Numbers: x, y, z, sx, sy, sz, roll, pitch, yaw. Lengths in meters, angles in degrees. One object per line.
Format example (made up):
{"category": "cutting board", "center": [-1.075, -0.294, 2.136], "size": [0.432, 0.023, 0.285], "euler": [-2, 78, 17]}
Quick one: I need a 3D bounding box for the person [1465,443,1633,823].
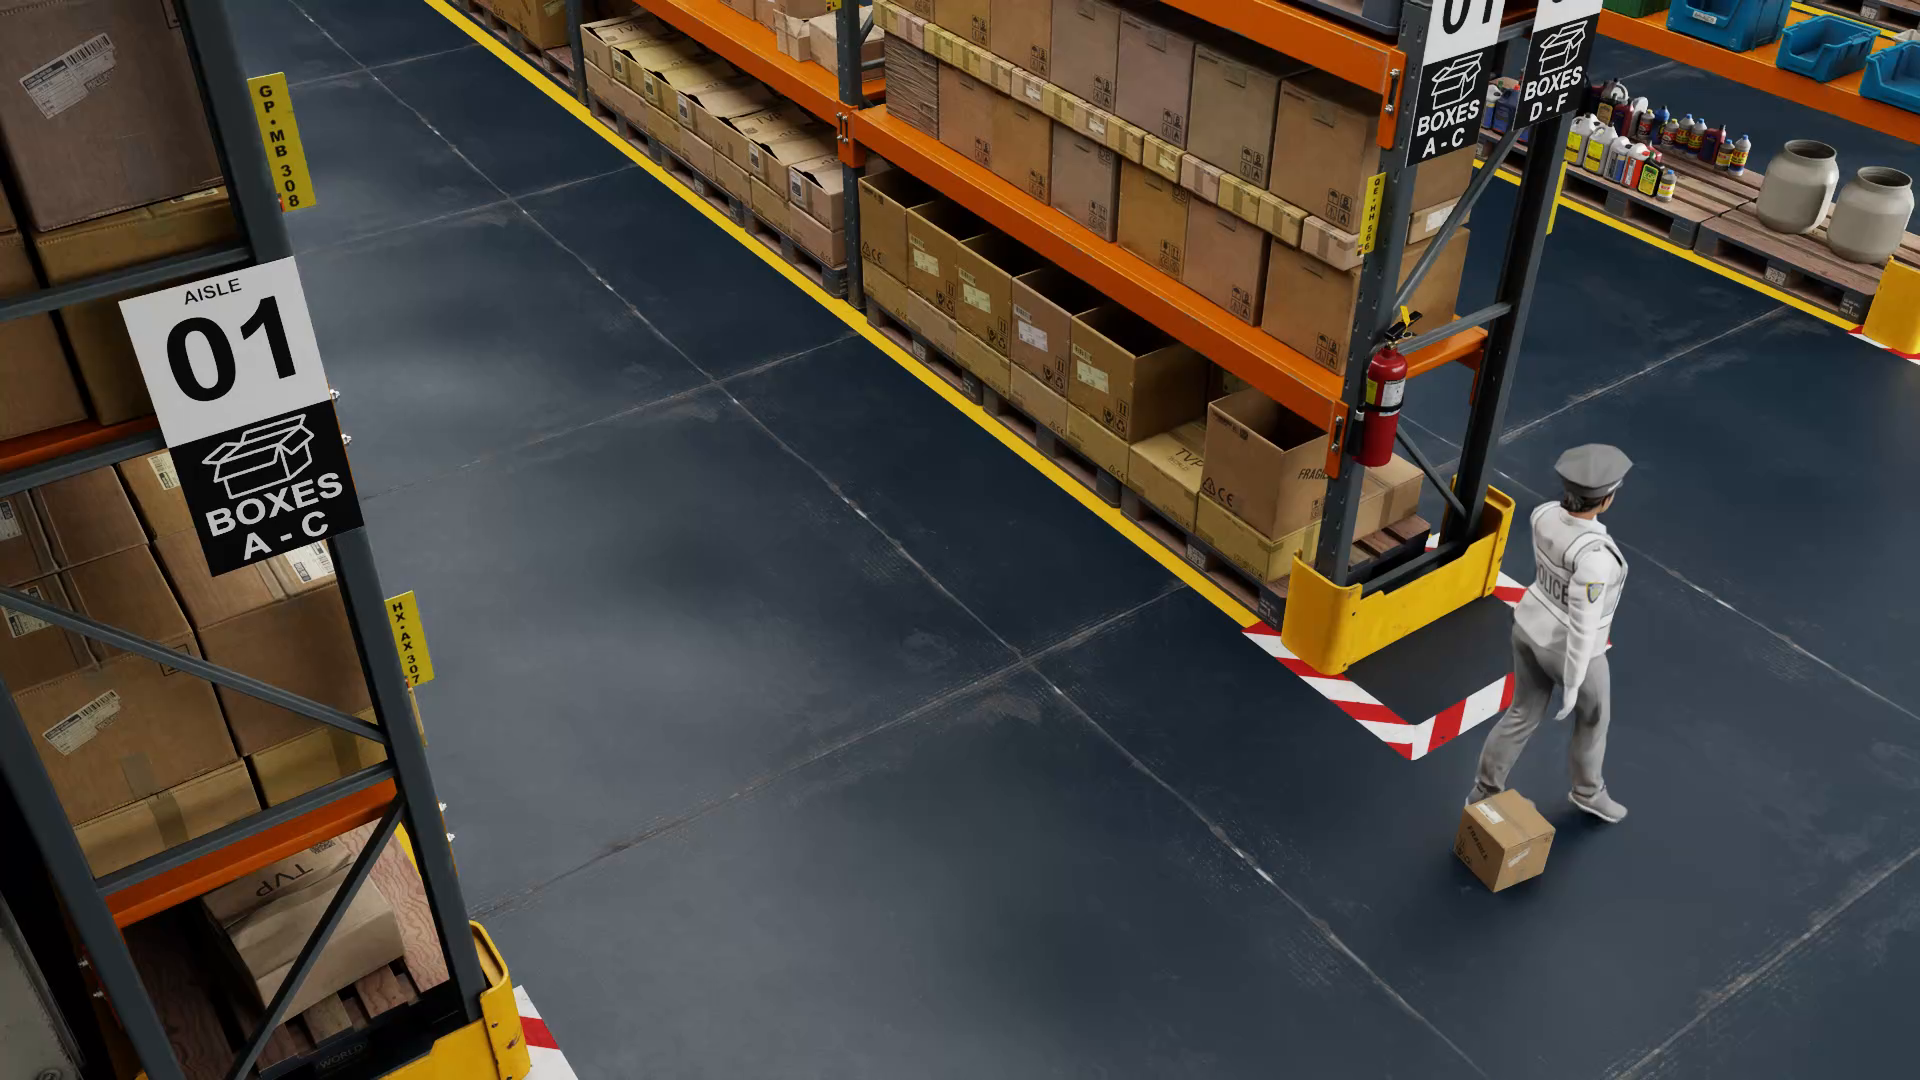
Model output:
{"category": "person", "center": [2.394, 0.415, 6.459], "size": [0.660, 1.699, 0.556], "euler": [-10, 38, -13]}
